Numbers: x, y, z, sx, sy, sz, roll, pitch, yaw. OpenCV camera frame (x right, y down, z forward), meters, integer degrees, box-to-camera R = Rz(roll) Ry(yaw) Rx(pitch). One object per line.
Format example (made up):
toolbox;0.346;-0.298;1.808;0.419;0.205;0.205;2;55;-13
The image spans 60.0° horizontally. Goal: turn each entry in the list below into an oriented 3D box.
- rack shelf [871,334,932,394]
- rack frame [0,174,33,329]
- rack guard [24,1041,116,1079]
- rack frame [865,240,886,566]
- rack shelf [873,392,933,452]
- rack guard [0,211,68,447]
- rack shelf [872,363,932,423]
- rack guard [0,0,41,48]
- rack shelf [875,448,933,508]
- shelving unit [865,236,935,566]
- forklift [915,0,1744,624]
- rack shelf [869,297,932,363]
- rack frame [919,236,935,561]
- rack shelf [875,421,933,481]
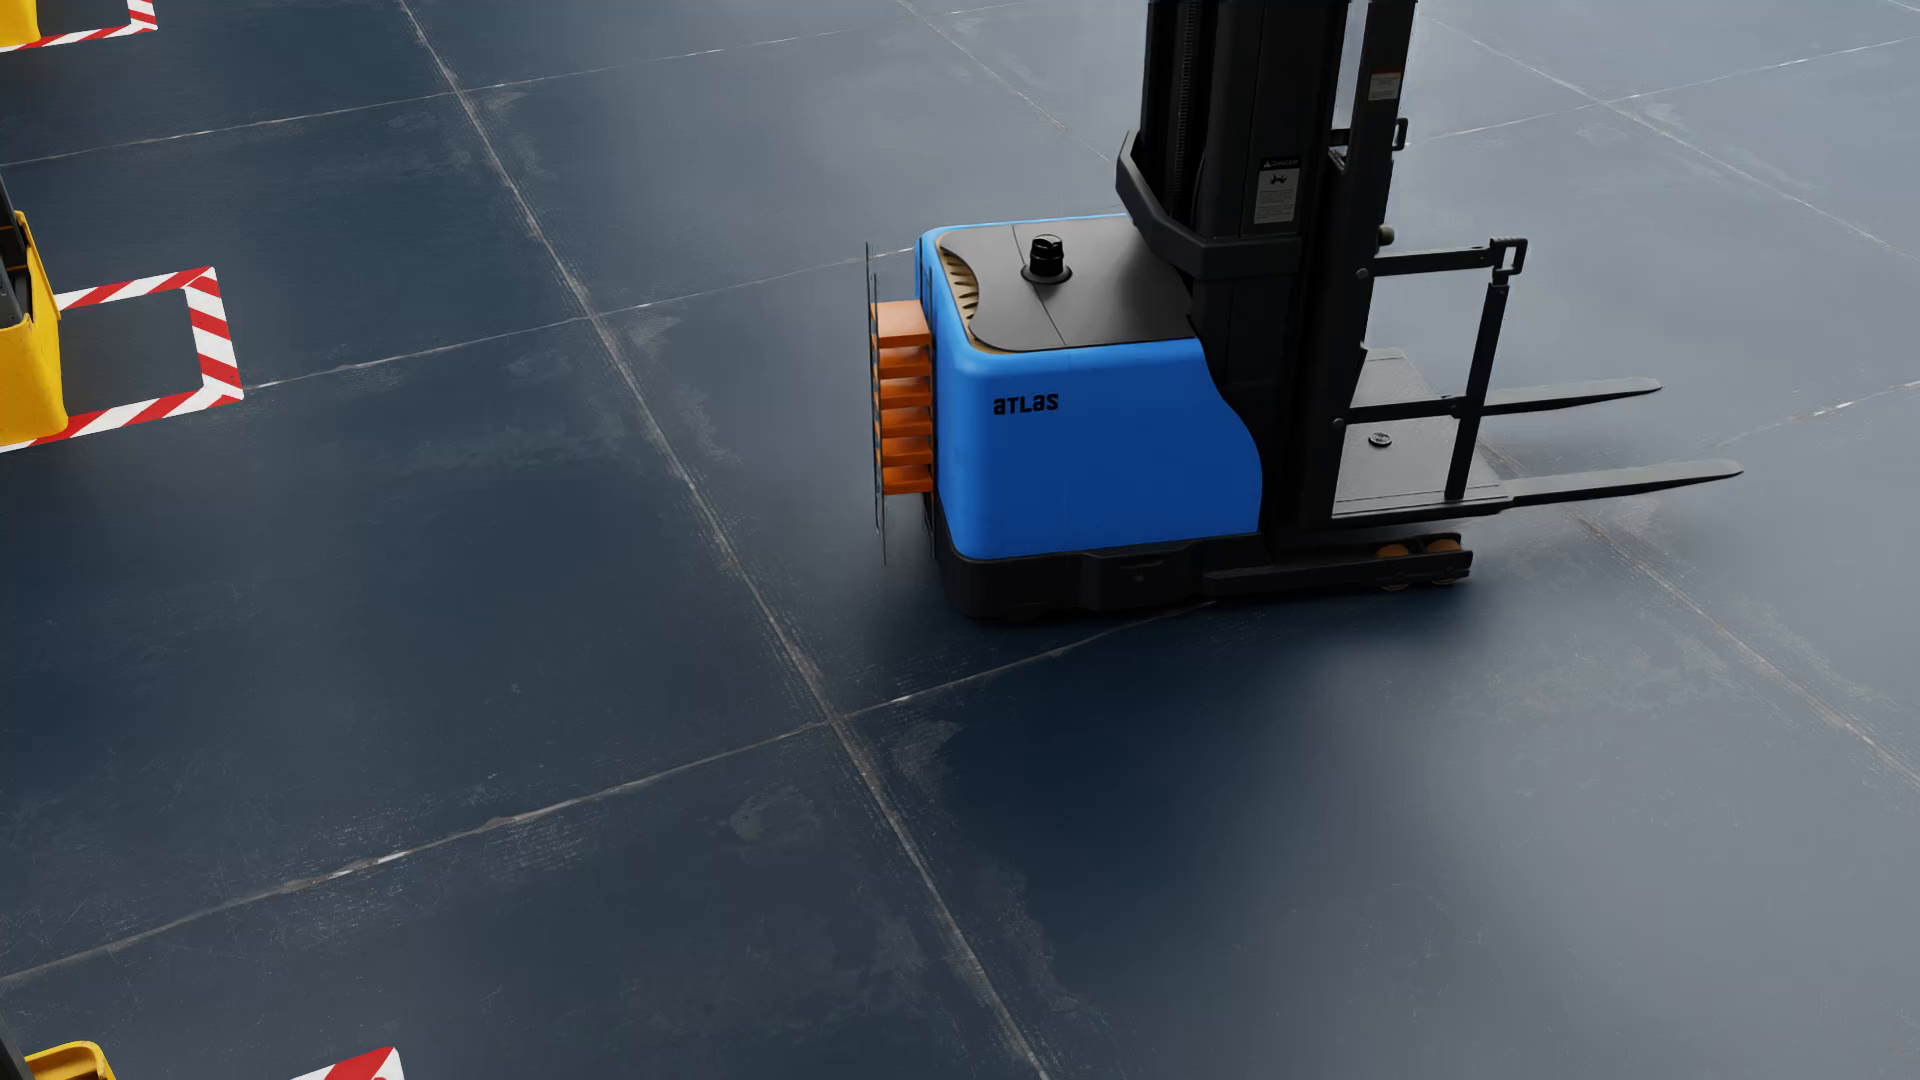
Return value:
rack shelf;-0.205;-0.622;5.754;0.180;0.103;0.258;-6;37;-8
rack frame;-4.027;-1.965;6.381;0.127;3.000;1.000;-16;39;-20
rack guard;-1.904;1.706;3.531;0.348;0.500;1.175;-16;39;-20
rack frame;-0.296;-0.456;5.858;0.006;1.200;0.240;-6;37;-8
rack shelf;-0.205;-0.430;5.897;0.180;0.103;0.258;-6;37;-8
rack guard;-4.076;-0.916;7.065;0.348;0.500;1.175;-16;39;-20
rack shelf;-0.205;-0.526;5.825;0.180;0.103;0.258;-6;37;-8
rack guard;-6.200;-3.612;10.701;0.348;0.500;1.175;-16;39;-20
rack shelf;-0.205;-0.237;6.040;0.180;0.103;0.258;-6;37;-8
shelving unit;-0.205;-0.465;5.870;0.189;1.200;0.258;-6;37;-8
forklift;1.390;-1.300;5.543;3.031;2.935;1.130;-6;37;-8
rack shelf;-0.205;-0.719;5.682;0.180;0.103;0.258;-6;37;-8
rack frame;-0.115;-0.474;5.883;0.006;1.200;0.240;-6;37;-8
rack shelf;-0.205;-0.333;5.968;0.180;0.103;0.258;-6;37;-8
